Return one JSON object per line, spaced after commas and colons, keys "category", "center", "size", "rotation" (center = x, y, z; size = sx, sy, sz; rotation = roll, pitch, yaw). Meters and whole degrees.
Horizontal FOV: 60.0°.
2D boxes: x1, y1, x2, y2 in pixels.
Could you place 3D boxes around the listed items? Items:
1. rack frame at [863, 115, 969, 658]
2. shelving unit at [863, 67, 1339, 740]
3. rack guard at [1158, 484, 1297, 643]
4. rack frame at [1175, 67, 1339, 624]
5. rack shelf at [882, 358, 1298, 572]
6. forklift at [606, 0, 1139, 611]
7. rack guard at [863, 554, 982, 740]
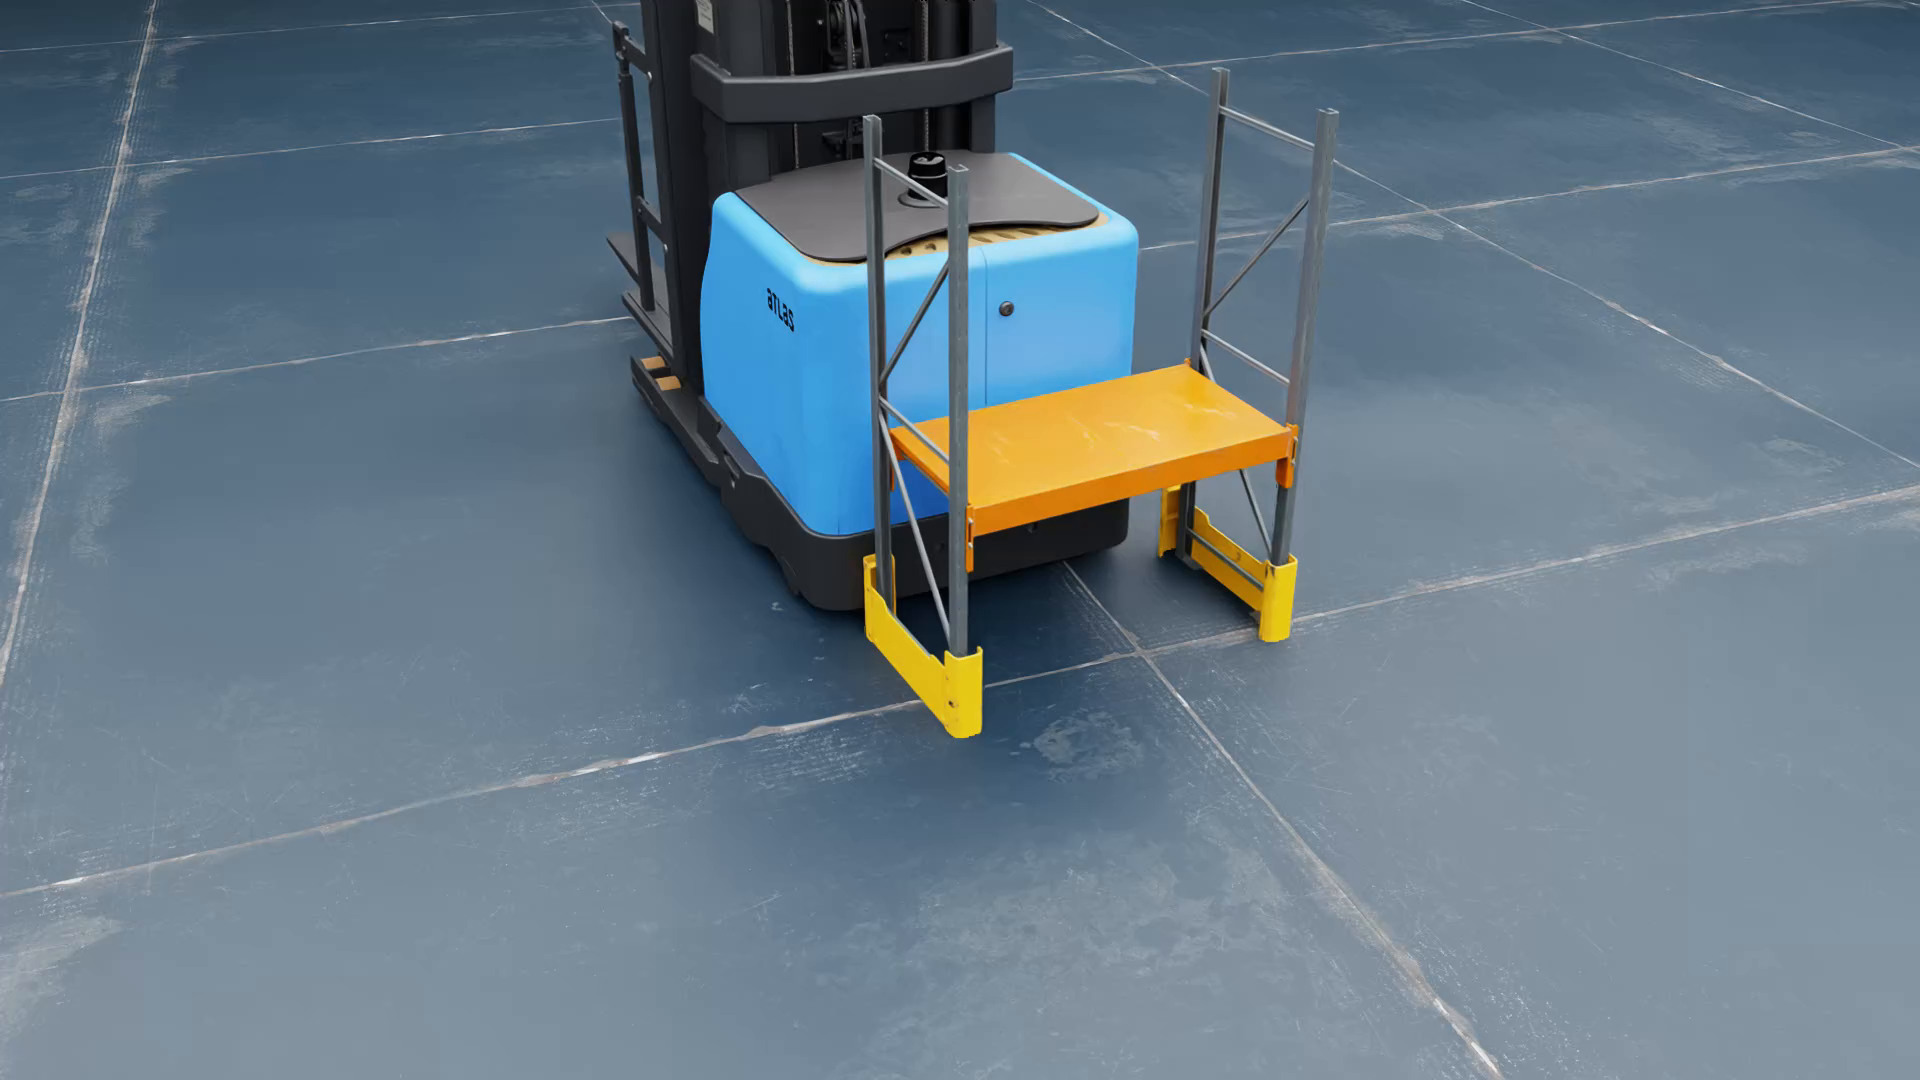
{"category": "rack frame", "center": [-0.108, -0.266, 4.202], "size": [0.032, 1.500, 0.500], "rotation": [-14, 33, -23]}
{"category": "shelving unit", "center": [0.336, -0.379, 4.401], "size": [1.083, 1.500, 0.587], "rotation": [-14, 33, -23]}
{"category": "rack guard", "center": [0.779, 0.051, 4.908], "size": [0.087, 0.250, 0.587], "rotation": [-14, 33, -23]}
{"category": "rack frame", "center": [0.796, -0.497, 4.607], "size": [0.032, 1.500, 0.500], "rotation": [-14, 33, -23]}
{"category": "rack shelf", "center": [0.344, -0.225, 4.493], "size": [1.000, 0.185, 0.538], "rotation": [-14, 33, -23]}
{"category": "forklift", "center": [-0.562, -1.779, 5.412], "size": [1.130, 2.935, 3.031], "rotation": [-13, 32, -22]}
{"category": "rack guard", "center": [-0.107, 0.277, 4.512], "size": [0.087, 0.250, 0.587], "rotation": [-14, 33, -23]}
